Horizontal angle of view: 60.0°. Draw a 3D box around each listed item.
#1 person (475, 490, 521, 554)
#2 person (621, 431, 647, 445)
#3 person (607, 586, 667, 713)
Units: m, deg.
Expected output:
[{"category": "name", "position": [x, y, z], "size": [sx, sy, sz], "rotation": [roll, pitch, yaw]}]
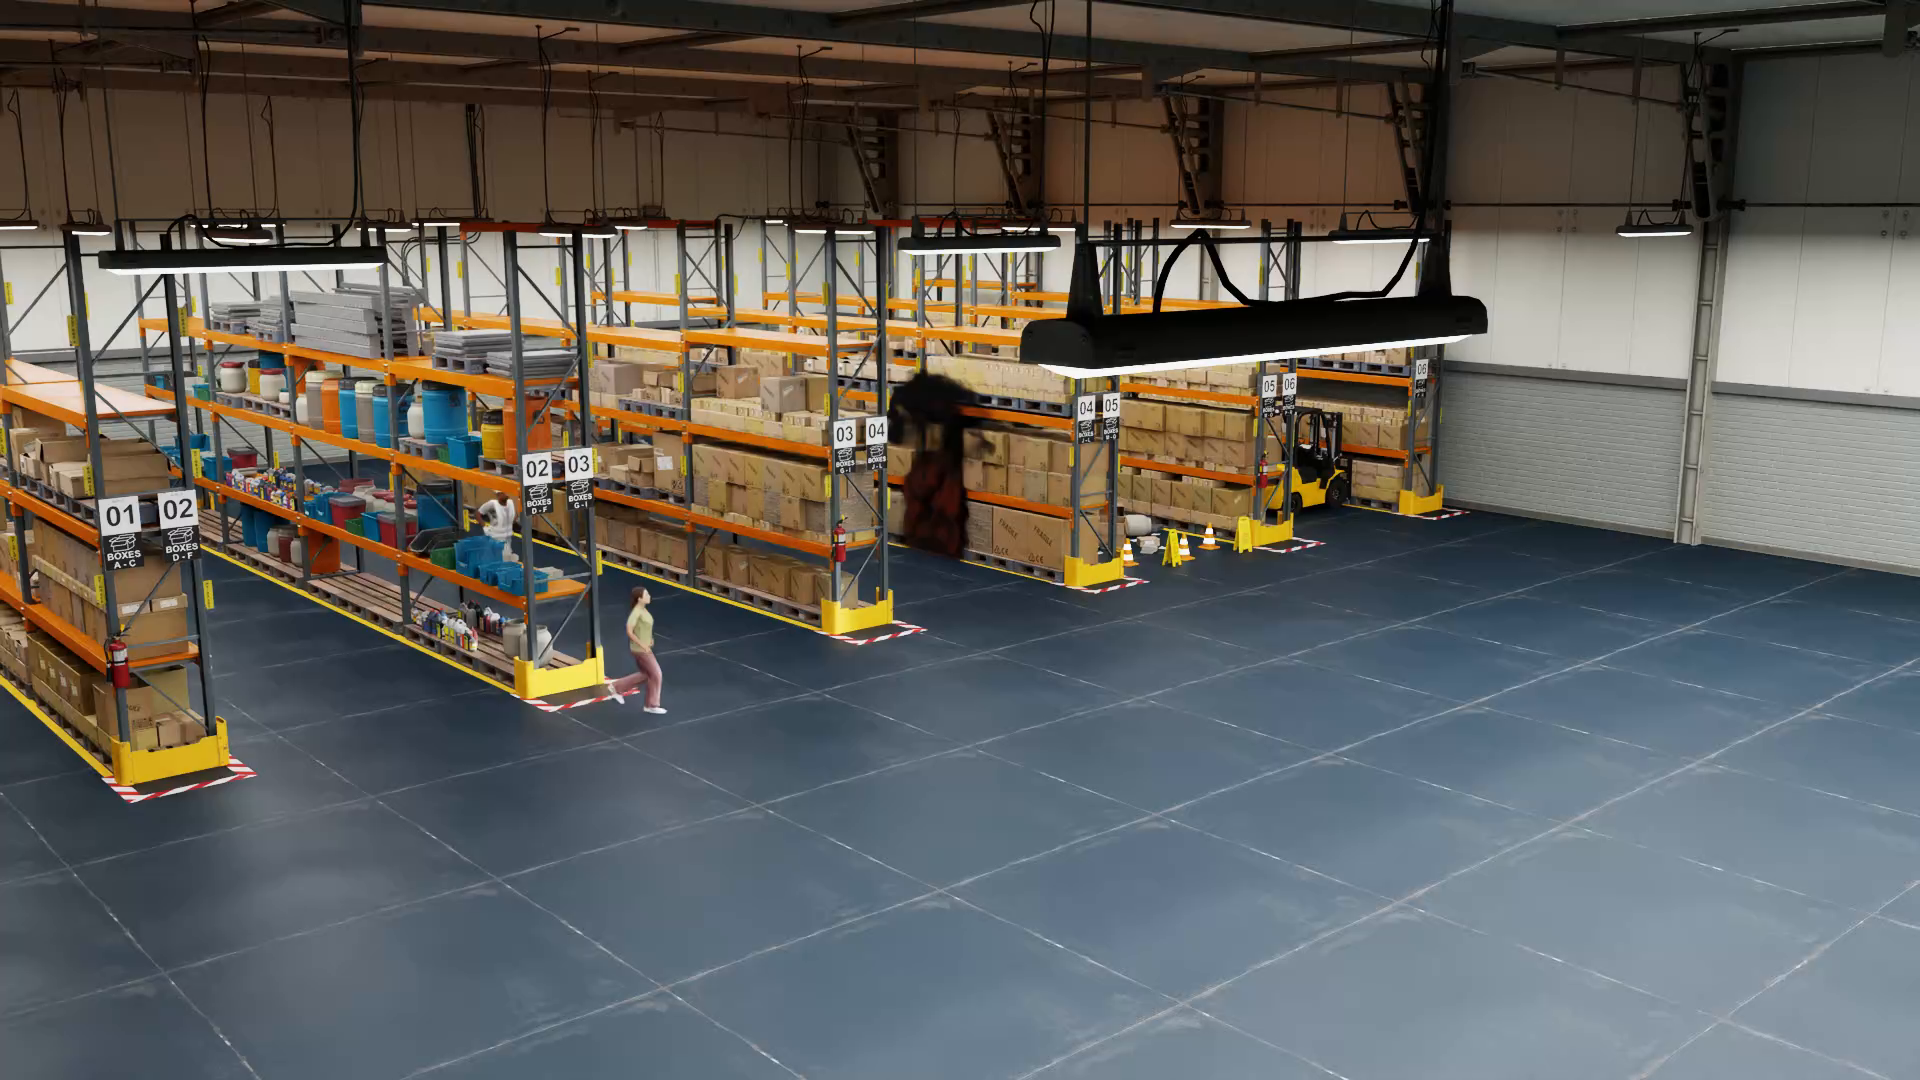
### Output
[{"category": "person", "position": [-7.603, -0.034, 27.634], "size": [0.793, 1.812, 0.679], "rotation": [6, 13, 28]}, {"category": "person", "position": [-8.229, -2.790, 41.591], "size": [0.953, 1.628, 0.691], "rotation": [2, 12, 11]}, {"category": "person", "position": [-4.083, 1.394, 20.920], "size": [0.743, 1.667, 0.602], "rotation": [-1, 12, -7]}]
